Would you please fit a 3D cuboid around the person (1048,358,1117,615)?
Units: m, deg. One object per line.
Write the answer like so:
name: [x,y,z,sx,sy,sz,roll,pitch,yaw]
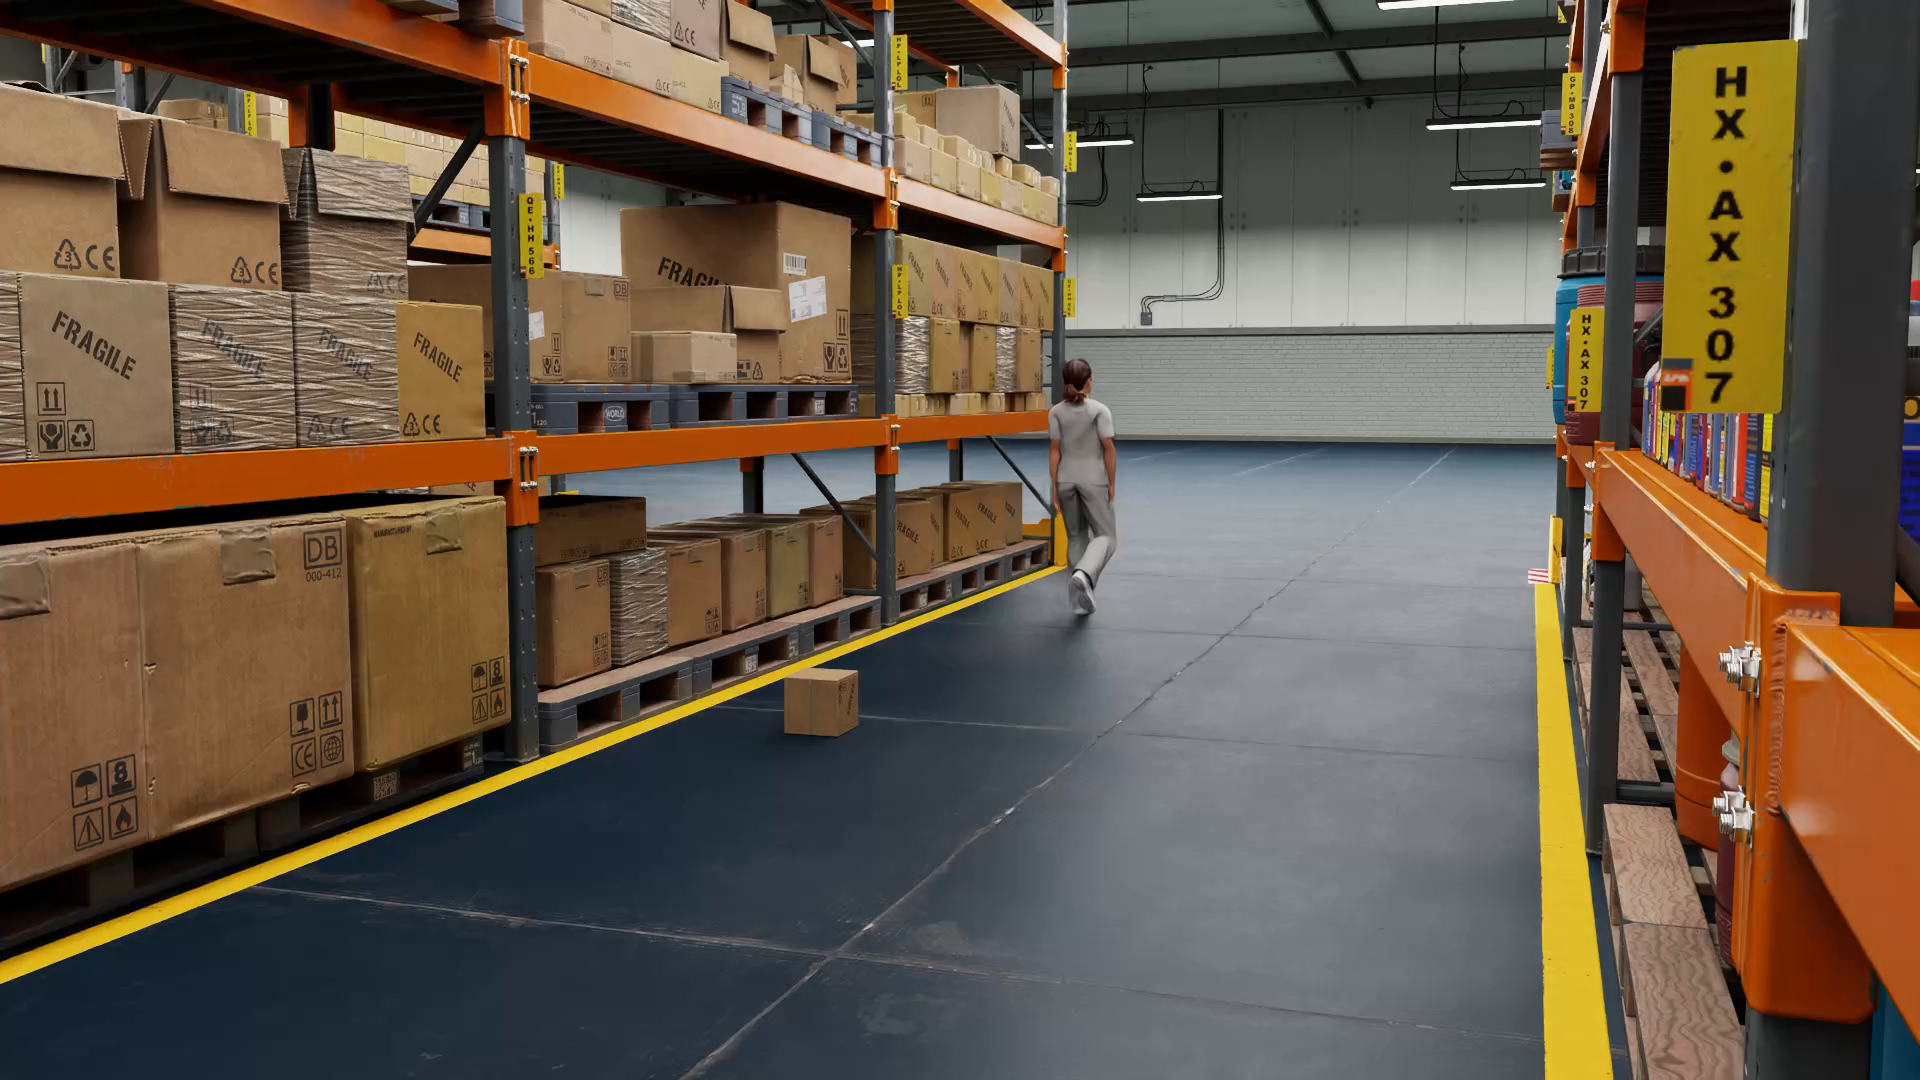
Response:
person: [0.776,-0.332,10.646,0.443,1.655,0.680,2,6,23]
